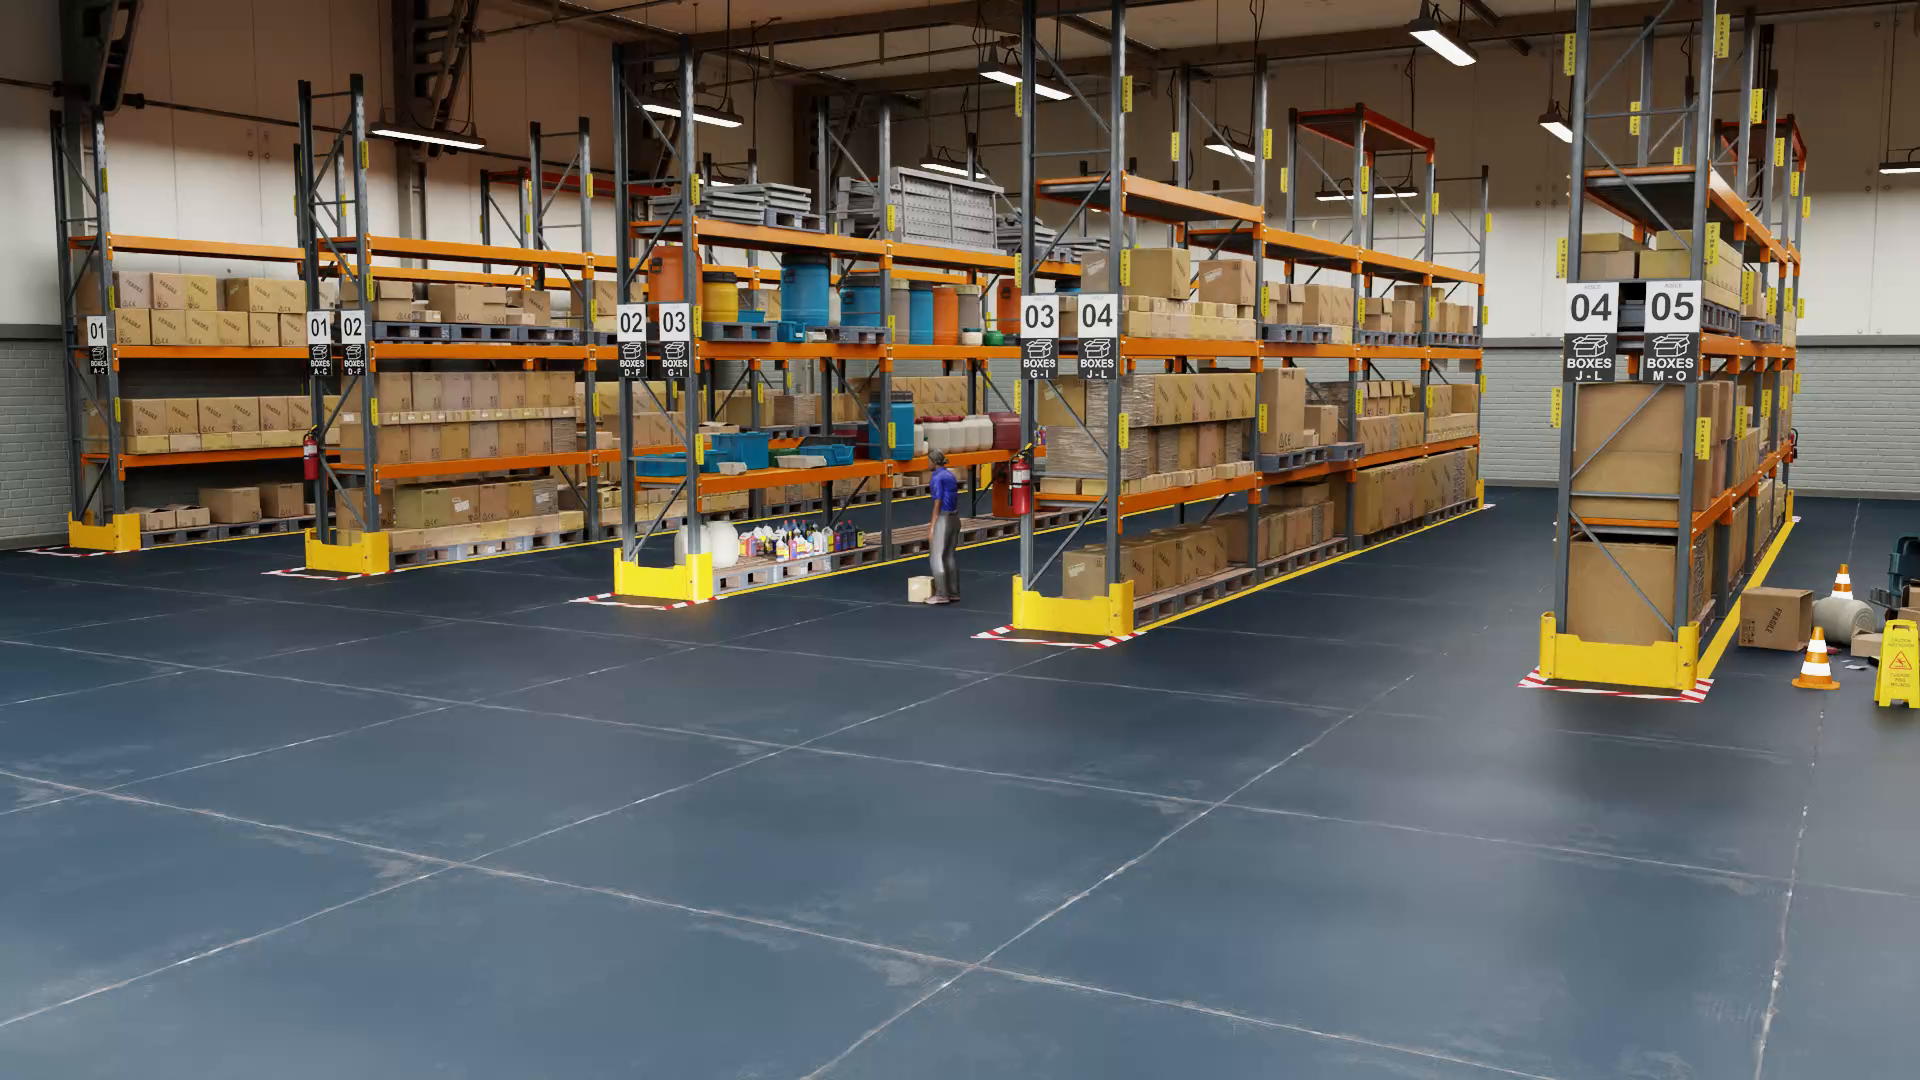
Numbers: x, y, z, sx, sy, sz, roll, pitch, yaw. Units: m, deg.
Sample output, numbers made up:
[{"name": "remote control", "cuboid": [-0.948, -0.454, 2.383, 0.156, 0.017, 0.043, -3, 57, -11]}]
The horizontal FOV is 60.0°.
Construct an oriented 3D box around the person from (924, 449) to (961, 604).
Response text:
[{"name": "person", "cuboid": [-0.183, -0.154, 17.840, 0.346, 1.655, 0.532, 3, 7, 25]}]
